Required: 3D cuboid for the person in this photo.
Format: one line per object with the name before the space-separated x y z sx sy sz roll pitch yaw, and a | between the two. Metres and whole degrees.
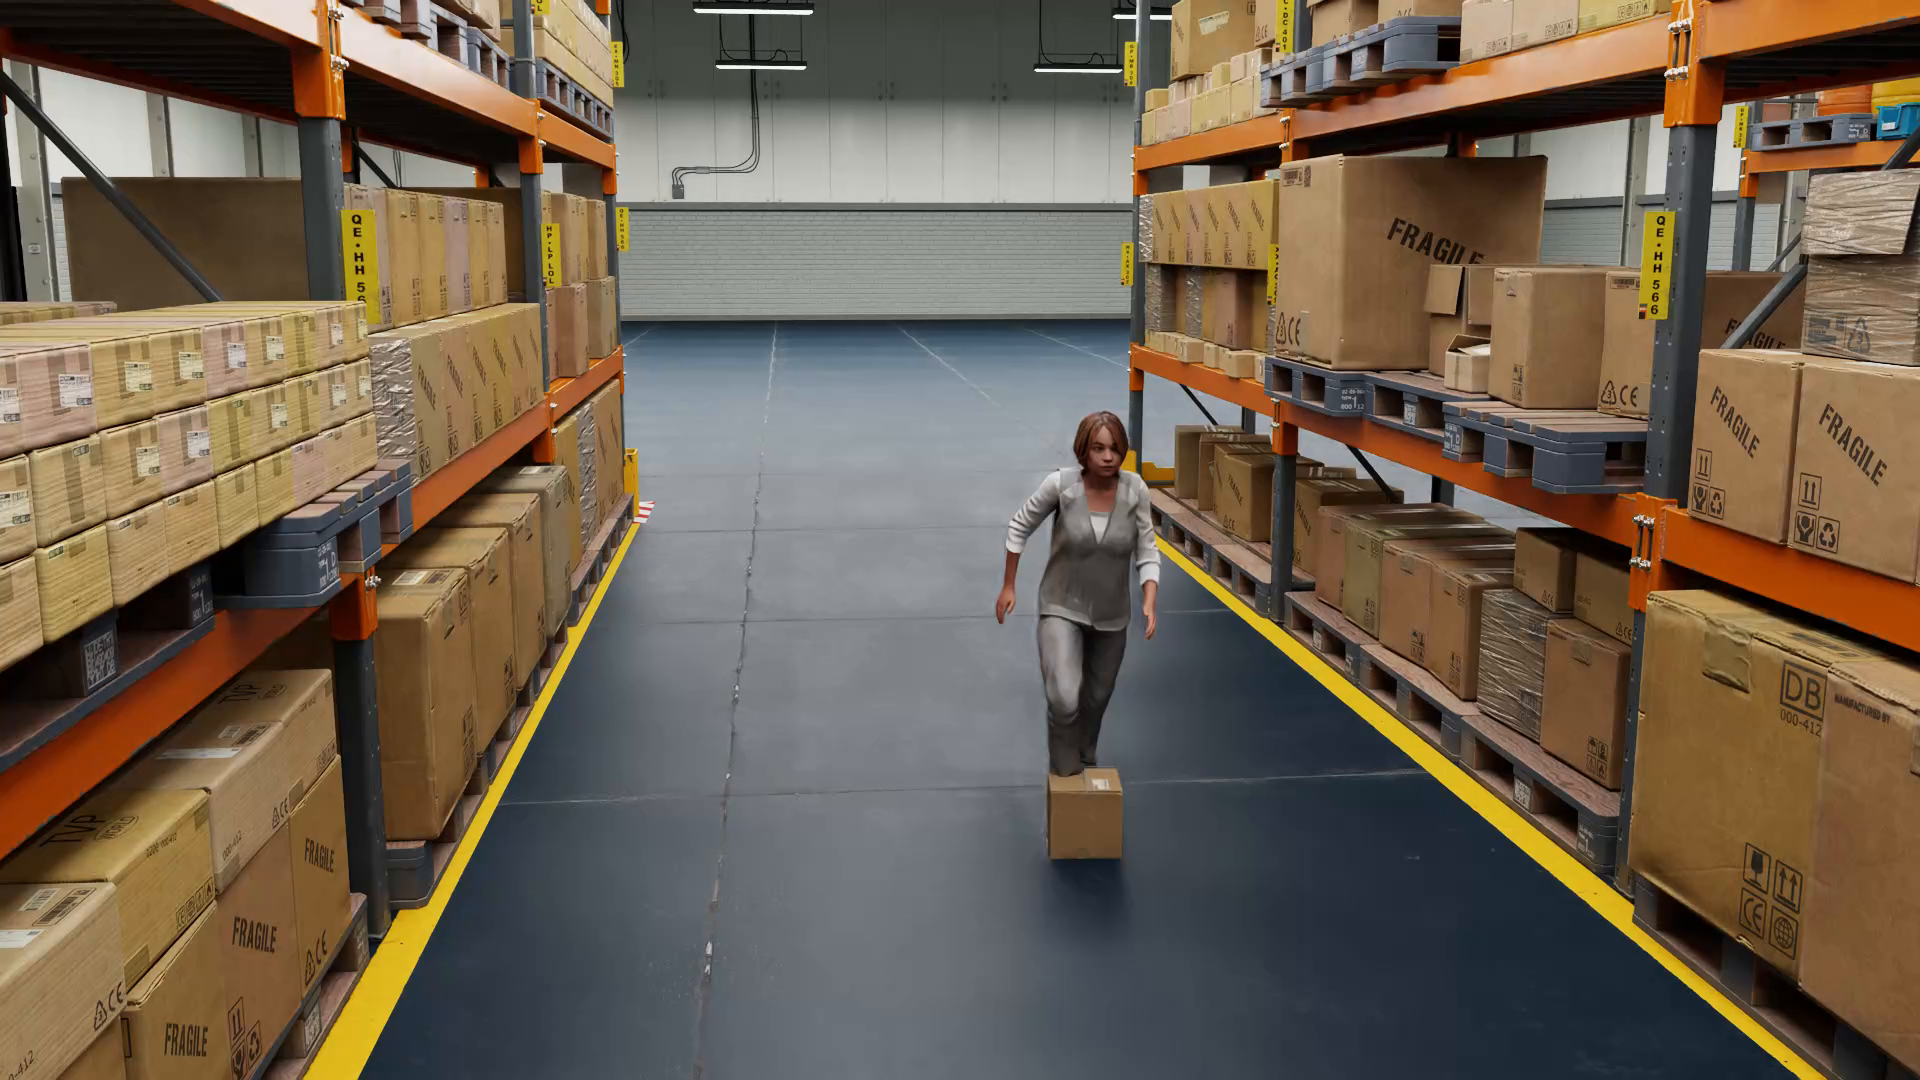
person | 0.413 0.237 6.003 0.522 1.446 0.782 -2 10 -12
